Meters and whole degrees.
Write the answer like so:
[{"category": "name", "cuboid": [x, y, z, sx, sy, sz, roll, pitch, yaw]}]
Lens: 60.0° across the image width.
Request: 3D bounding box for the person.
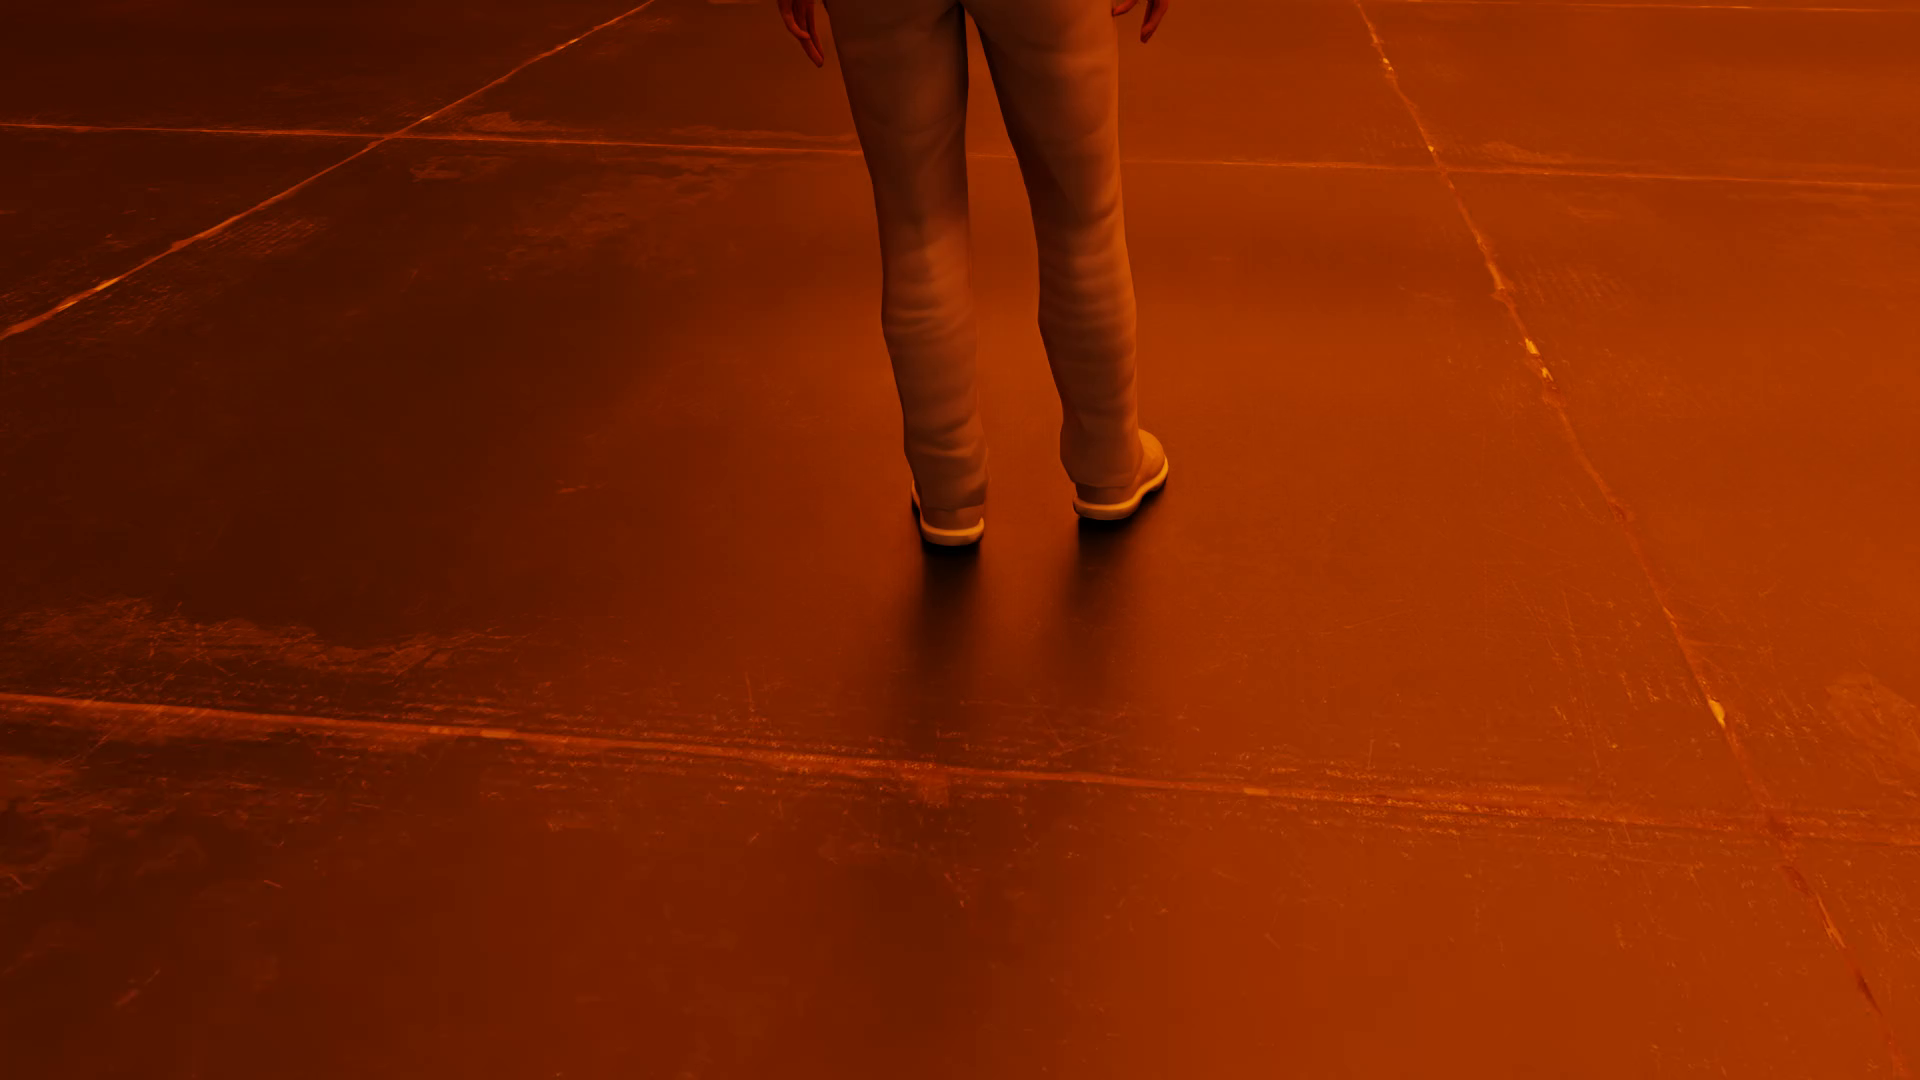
[{"category": "person", "cuboid": [0.030, -0.795, 2.183, 0.570, 1.692, 0.530, 3, 27, 7]}]
